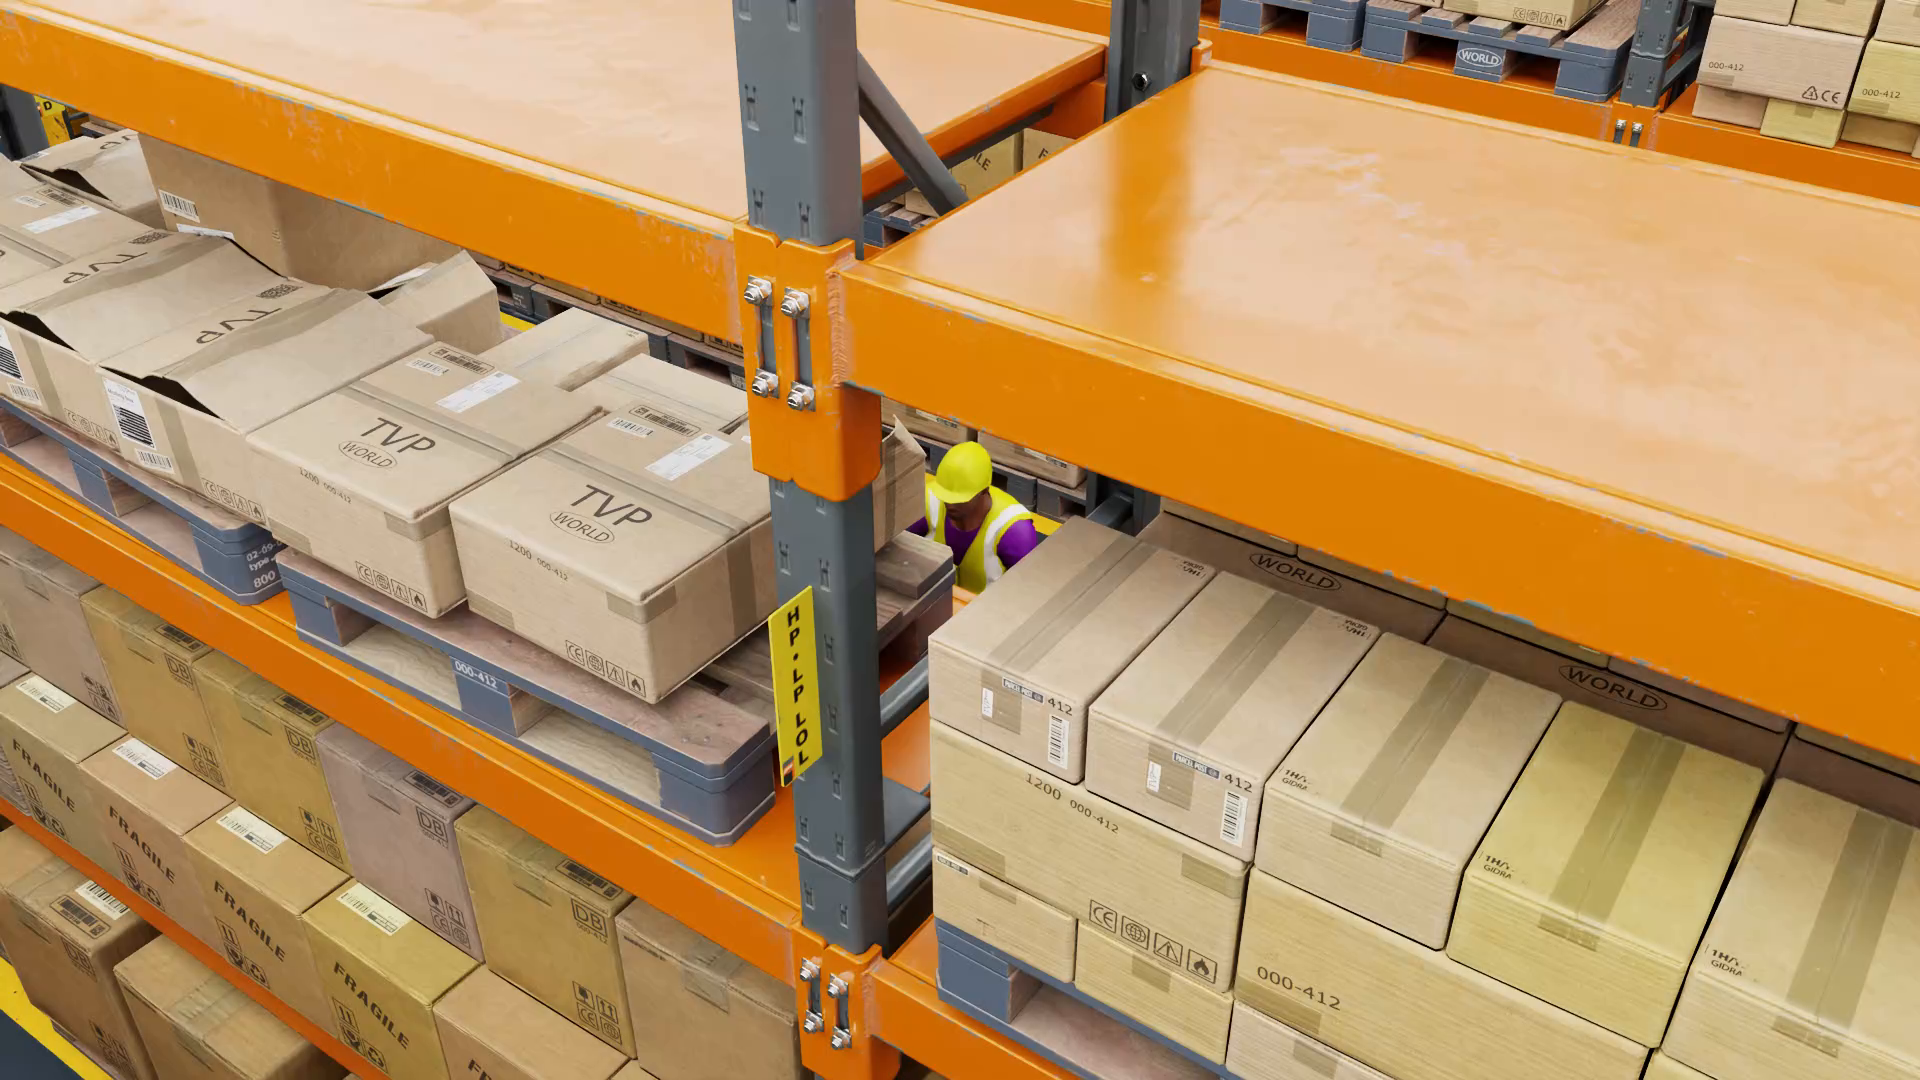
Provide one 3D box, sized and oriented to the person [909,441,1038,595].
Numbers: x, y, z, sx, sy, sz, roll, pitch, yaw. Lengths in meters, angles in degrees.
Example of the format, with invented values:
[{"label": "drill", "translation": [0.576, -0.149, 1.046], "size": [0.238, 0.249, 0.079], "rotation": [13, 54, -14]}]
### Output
[{"label": "person", "translation": [0.030, 0.353, 6.831], "size": [0.632, 1.805, 0.471], "rotation": [19, 39, 25]}]
